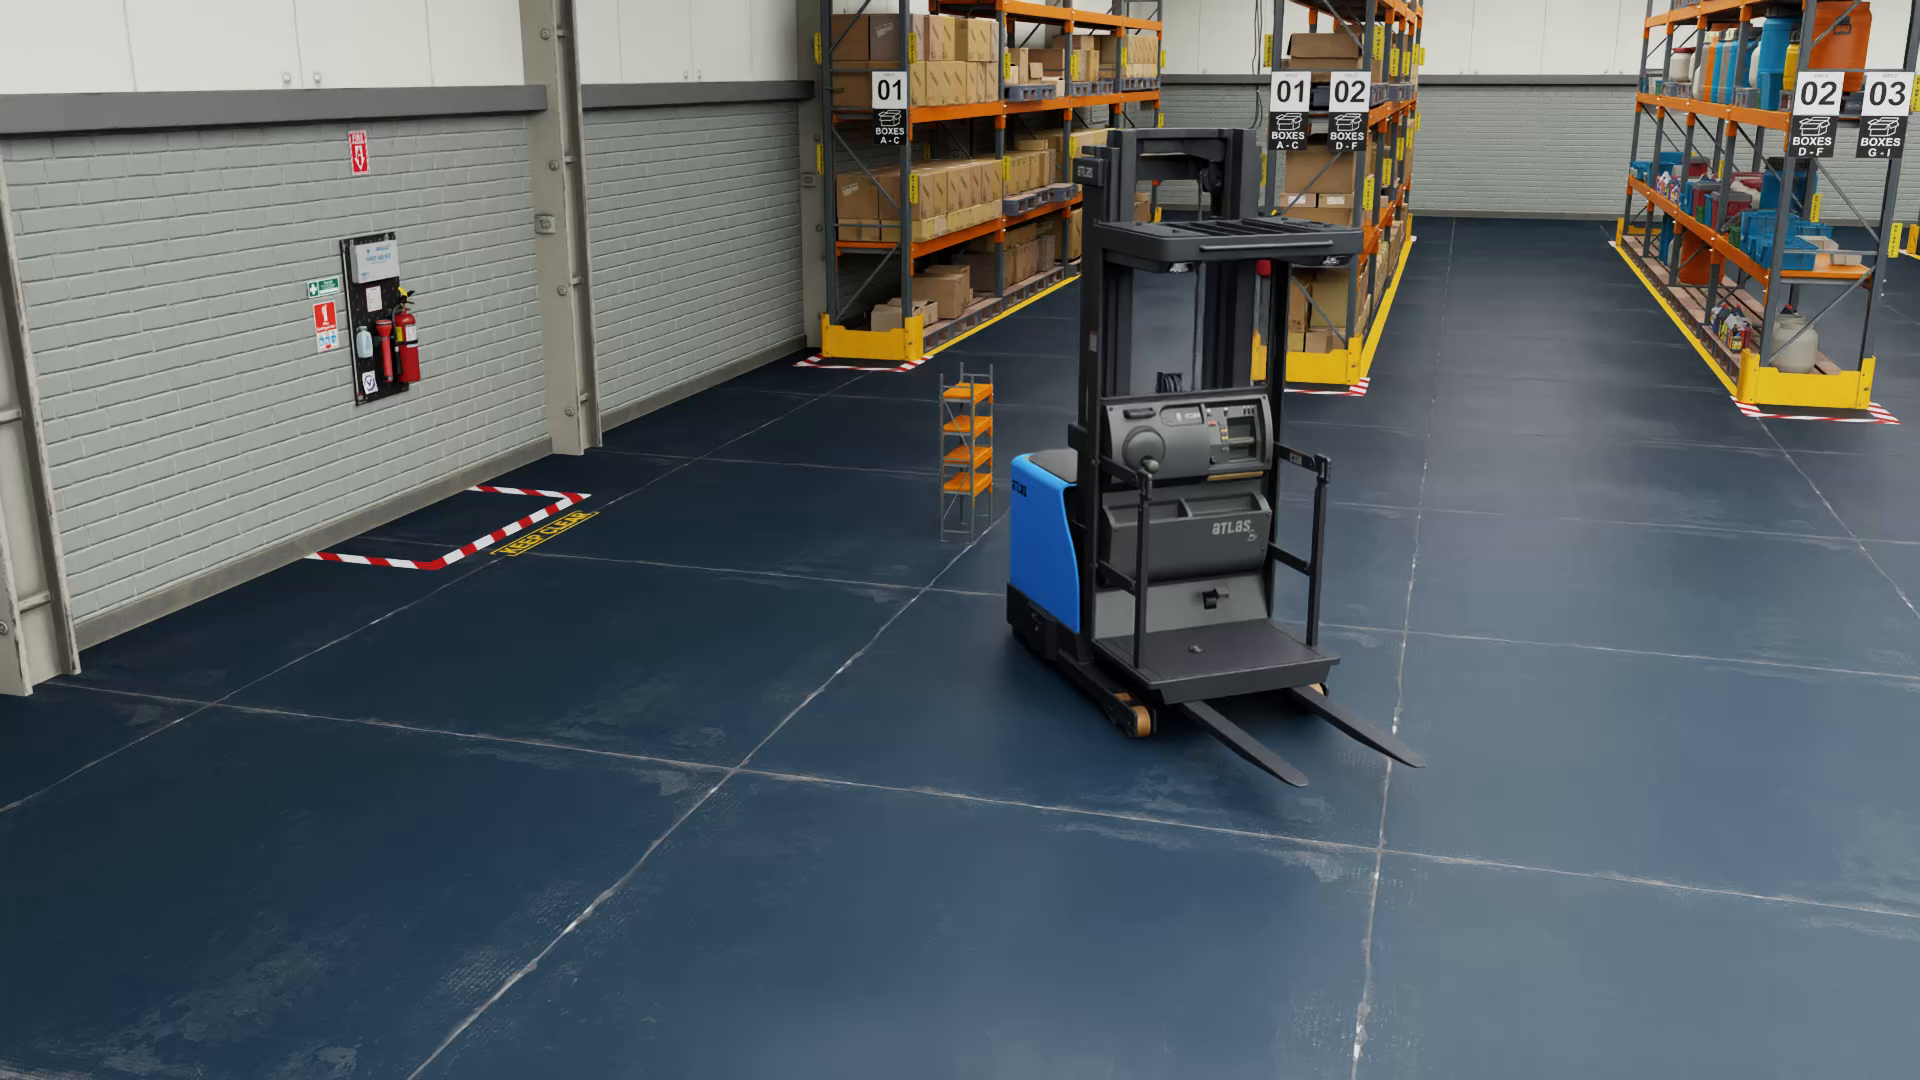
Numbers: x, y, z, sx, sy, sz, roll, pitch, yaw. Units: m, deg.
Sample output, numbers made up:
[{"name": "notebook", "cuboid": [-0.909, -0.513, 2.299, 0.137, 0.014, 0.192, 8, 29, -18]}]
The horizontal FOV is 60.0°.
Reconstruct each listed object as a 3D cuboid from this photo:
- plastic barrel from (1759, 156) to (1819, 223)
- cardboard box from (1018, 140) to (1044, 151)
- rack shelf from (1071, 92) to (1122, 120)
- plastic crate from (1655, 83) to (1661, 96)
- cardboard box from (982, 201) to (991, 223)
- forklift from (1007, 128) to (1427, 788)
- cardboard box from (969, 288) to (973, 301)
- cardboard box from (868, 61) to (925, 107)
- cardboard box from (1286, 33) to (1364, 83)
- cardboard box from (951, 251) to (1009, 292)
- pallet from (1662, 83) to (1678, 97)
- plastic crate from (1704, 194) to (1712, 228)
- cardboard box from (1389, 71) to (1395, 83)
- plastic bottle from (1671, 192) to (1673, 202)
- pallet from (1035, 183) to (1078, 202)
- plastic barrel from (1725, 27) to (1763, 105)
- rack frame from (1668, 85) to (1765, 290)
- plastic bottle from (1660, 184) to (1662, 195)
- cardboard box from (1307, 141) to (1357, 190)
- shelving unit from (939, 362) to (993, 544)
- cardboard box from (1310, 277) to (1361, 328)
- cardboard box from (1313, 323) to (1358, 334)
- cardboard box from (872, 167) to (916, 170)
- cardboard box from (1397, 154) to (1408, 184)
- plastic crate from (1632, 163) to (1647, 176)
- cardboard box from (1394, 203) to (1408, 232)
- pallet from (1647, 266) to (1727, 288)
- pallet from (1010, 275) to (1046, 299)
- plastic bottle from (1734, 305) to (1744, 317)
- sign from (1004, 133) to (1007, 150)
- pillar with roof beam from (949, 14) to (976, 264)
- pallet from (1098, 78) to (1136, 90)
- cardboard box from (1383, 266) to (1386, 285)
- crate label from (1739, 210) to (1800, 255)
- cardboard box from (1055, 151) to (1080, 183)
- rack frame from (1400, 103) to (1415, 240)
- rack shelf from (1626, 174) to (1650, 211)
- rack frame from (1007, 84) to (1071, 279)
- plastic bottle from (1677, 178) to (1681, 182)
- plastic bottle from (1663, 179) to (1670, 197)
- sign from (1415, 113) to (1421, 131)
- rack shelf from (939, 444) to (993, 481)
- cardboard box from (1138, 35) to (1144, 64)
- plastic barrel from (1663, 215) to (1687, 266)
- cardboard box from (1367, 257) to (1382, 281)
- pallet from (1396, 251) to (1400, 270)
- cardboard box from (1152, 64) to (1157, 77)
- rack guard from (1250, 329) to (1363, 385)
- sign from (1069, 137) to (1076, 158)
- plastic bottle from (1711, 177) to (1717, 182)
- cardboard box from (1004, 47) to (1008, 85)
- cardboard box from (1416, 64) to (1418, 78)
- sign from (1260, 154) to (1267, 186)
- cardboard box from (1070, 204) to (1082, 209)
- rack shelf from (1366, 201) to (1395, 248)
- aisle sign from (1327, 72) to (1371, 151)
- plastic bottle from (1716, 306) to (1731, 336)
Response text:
[{"name": "plastic barrel", "cuboid": [9.992, -4.157, 20.071, 0.600, 0.901, 0.708, 5, 16, 16]}, {"name": "cardboard box", "cuboid": [1.083, -6.047, 25.474, 0.380, 0.149, 0.250, 2, 16, 7]}, {"name": "rack shelf", "cuboid": [1.798, -7.274, 27.797, 1.077, 0.370, 4.000, 5, 16, 16]}, {"name": "plastic crate", "cuboid": [11.695, -7.407, 27.338, 0.450, 0.188, 0.662, 5, 16, 16]}, {"name": "cardboard box", "cuboid": [0.099, -4.267, 21.615, 0.500, 0.250, 0.500, 5, 17, 16]}, {"name": "forklift", "cuboid": [1.262, -0.542, 8.369, 1.130, 2.935, 3.031, -6, 17, -19]}, {"name": "cardboard box", "cuboid": [-0.030, -3.313, 22.399, 0.380, 0.166, 0.250, 2, 16, 9]}, {"name": "cardboard box", "cuboid": [-0.709, -5.129, 18.699, 0.500, 0.500, 0.500, 5, 17, 17]}, {"name": "cardboard box", "cuboid": [3.874, -5.089, 17.563, 0.797, 0.503, 0.637, 6, 17, 20]}, {"name": "cardboard box", "cuboid": [0.286, -3.810, 23.539, 0.700, 0.500, 0.500, 5, 17, 18]}, {"name": "pallet", "cuboid": [11.736, -7.071, 26.111, 1.213, 0.211, 1.003, 5, 16, 16]}, {"name": "plastic crate", "cuboid": [9.607, -4.144, 20.970, 0.392, 0.384, 0.575, 5, 16, 16]}, {"name": "cardboard box", "cuboid": [6.072, -6.878, 24.901, 0.910, 0.500, 0.500, 5, 16, 16]}, {"name": "plastic bottle", "cuboid": [10.688, -5.145, 24.835, 0.097, 0.201, 0.097, 0, 16, 0]}, {"name": "pallet", "cuboid": [1.129, -5.366, 25.603, 1.213, 0.211, 1.003, 5, 16, 16]}, {"name": "plastic barrel", "cuboid": [9.528, -5.673, 19.916, 0.600, 0.901, 0.708, 5, 16, 16]}, {"name": "rack frame", "cuboid": [10.728, -4.885, 23.555, 1.000, 3.000, 0.127, 5, 16, 16]}, {"name": "plastic bottle", "cuboid": [11.150, -5.570, 26.332, 0.097, 0.201, 0.097, 0, 16, 0]}, {"name": "cardboard box", "cuboid": [4.011, -4.122, 18.306, 0.700, 0.500, 0.500, 4, 16, 14]}, {"name": "shelving unit", "cuboid": [0.047, -0.621, 11.818, 0.258, 1.200, 0.503, 5, 16, 16]}, {"name": "cardboard box", "cuboid": [4.213, -2.671, 18.645, 0.500, 0.500, 0.500, 5, 16, 16]}, {"name": "cardboard box", "cuboid": [4.211, -2.311, 18.748, 0.500, 0.250, 0.500, 5, 16, 16]}, {"name": "cardboard box", "cuboid": [-0.818, -4.265, 20.233, 0.500, 0.500, 0.500, 4, 16, 14]}, {"name": "cardboard box", "cuboid": [7.523, -6.477, 28.984, 0.500, 0.500, 0.500, 5, 17, 17]}, {"name": "plastic crate", "cuboid": [12.429, -6.715, 30.204, 0.416, 0.233, 0.300, 5, 16, 16]}, {"name": "cardboard box", "cuboid": [8.335, -6.211, 32.004, 0.500, 0.500, 0.500, 5, 16, 16]}, {"name": "pallet", "cuboid": [11.261, -4.071, 25.796, 1.003, 0.211, 1.213, 5, 16, 16]}, {"name": "pallet", "cuboid": [0.657, -3.789, 24.802, 1.003, 0.211, 1.213, 5, 16, 16]}, {"name": "plastic bottle", "cuboid": [9.102, -2.586, 19.497, 0.144, 0.351, 0.185, 5, 16, 16]}, {"name": "sign", "cuboid": [0.696, -6.253, 26.254, 0.100, 0.325, 0.005, 5, 16, 16]}, {"name": "pillar with roof beam", "cuboid": [4.158, -7.933, 23.305, 9.100, 9.000, 0.400, 5, 16, 16]}, {"name": "pallet", "cuboid": [2.609, -8.313, 30.308, 1.003, 0.211, 1.213, 5, 16, 16]}, {"name": "cardboard box", "cuboid": [5.921, -3.858, 24.202, 0.500, 0.250, 0.500, 4, 16, 15]}, {"name": "crate label", "cuboid": [8.718, -3.312, 17.943, 0.502, 0.435, 0.616, 5, 16, 16]}, {"name": "cardboard box", "cuboid": [1.613, -5.961, 26.585, 0.500, 0.500, 0.500, 5, 17, 18]}, {"name": "rack frame", "cuboid": [8.254, -7.363, 32.292, 1.000, 3.000, 0.127, 5, 16, 16]}, {"name": "rack shelf", "cuboid": [12.433, -6.109, 29.188, 1.077, 0.370, 4.000, 5, 16, 16]}, {"name": "rack frame", "cuboid": [1.230, -5.653, 26.264, 1.000, 3.000, 0.127, 5, 16, 16]}, {"name": "plastic bottle", "cuboid": [11.251, -5.526, 26.043, 0.152, 0.276, 0.135, 5, 16, 16]}, {"name": "plastic bottle", "cuboid": [11.039, -5.477, 25.871, 0.152, 0.276, 0.135, 5, 16, 16]}, {"name": "sign", "cuboid": [8.780, -8.024, 31.921, 0.100, 0.325, 0.005, 5, 16, 16]}, {"name": "rack shelf", "cuboid": [0.047, -0.556, 11.837, 0.258, 0.148, 0.480, 5, 16, 16]}, {"name": "cardboard box", "cuboid": [3.113, -9.111, 30.905, 0.500, 0.500, 0.500, 5, 17, 16]}, {"name": "plastic barrel", "cuboid": [11.493, -4.798, 26.323, 0.600, 0.901, 0.708, 5, 16, 16]}, {"name": "cardboard box", "cuboid": [5.493, -3.728, 22.716, 0.500, 0.311, 0.500, 4, 16, 14]}, {"name": "pallet", "cuboid": [6.922, -4.759, 28.222, 1.003, 0.211, 1.213, 5, 16, 16]}, {"name": "cardboard box", "cuboid": [3.549, -9.155, 32.435, 0.500, 0.250, 0.500, 5, 17, 18]}, {"name": "rack guard", "cuboid": [3.700, -1.968, 17.853, 1.175, 0.500, 0.348, 5, 16, 16]}, {"name": "sign", "cuboid": [1.753, -6.133, 25.977, 0.100, 0.325, 0.005, 5, 16, 16]}, {"name": "plastic bottle", "cuboid": [11.420, -5.330, 25.216, 0.144, 0.351, 0.185, 5, 16, 16]}, {"name": "cardboard box", "cuboid": [0.325, -6.437, 22.576, 0.500, 0.500, 0.500, 7, 17, 24]}, {"name": "cardboard box", "cuboid": [8.210, -8.690, 30.830, 0.500, 0.250, 0.500, 5, 16, 16]}, {"name": "sign", "cuboid": [3.190, -3.894, 17.505, 0.100, 0.325, 0.005, 5, 16, 16]}, {"name": "cardboard box", "cuboid": [1.819, -5.232, 27.948, 0.750, 0.750, 0.750, 5, 16, 16]}, {"name": "rack shelf", "cuboid": [5.412, -4.401, 23.166, 1.077, 0.370, 4.000, 5, 16, 16]}, {"name": "aisle sign", "cuboid": [3.982, -4.387, 17.035, 0.394, 0.787, 0.004, 5, 16, 16]}, {"name": "plastic bottle", "cuboid": [8.911, -2.547, 19.362, 0.144, 0.351, 0.185, 4, 16, 14]}]
